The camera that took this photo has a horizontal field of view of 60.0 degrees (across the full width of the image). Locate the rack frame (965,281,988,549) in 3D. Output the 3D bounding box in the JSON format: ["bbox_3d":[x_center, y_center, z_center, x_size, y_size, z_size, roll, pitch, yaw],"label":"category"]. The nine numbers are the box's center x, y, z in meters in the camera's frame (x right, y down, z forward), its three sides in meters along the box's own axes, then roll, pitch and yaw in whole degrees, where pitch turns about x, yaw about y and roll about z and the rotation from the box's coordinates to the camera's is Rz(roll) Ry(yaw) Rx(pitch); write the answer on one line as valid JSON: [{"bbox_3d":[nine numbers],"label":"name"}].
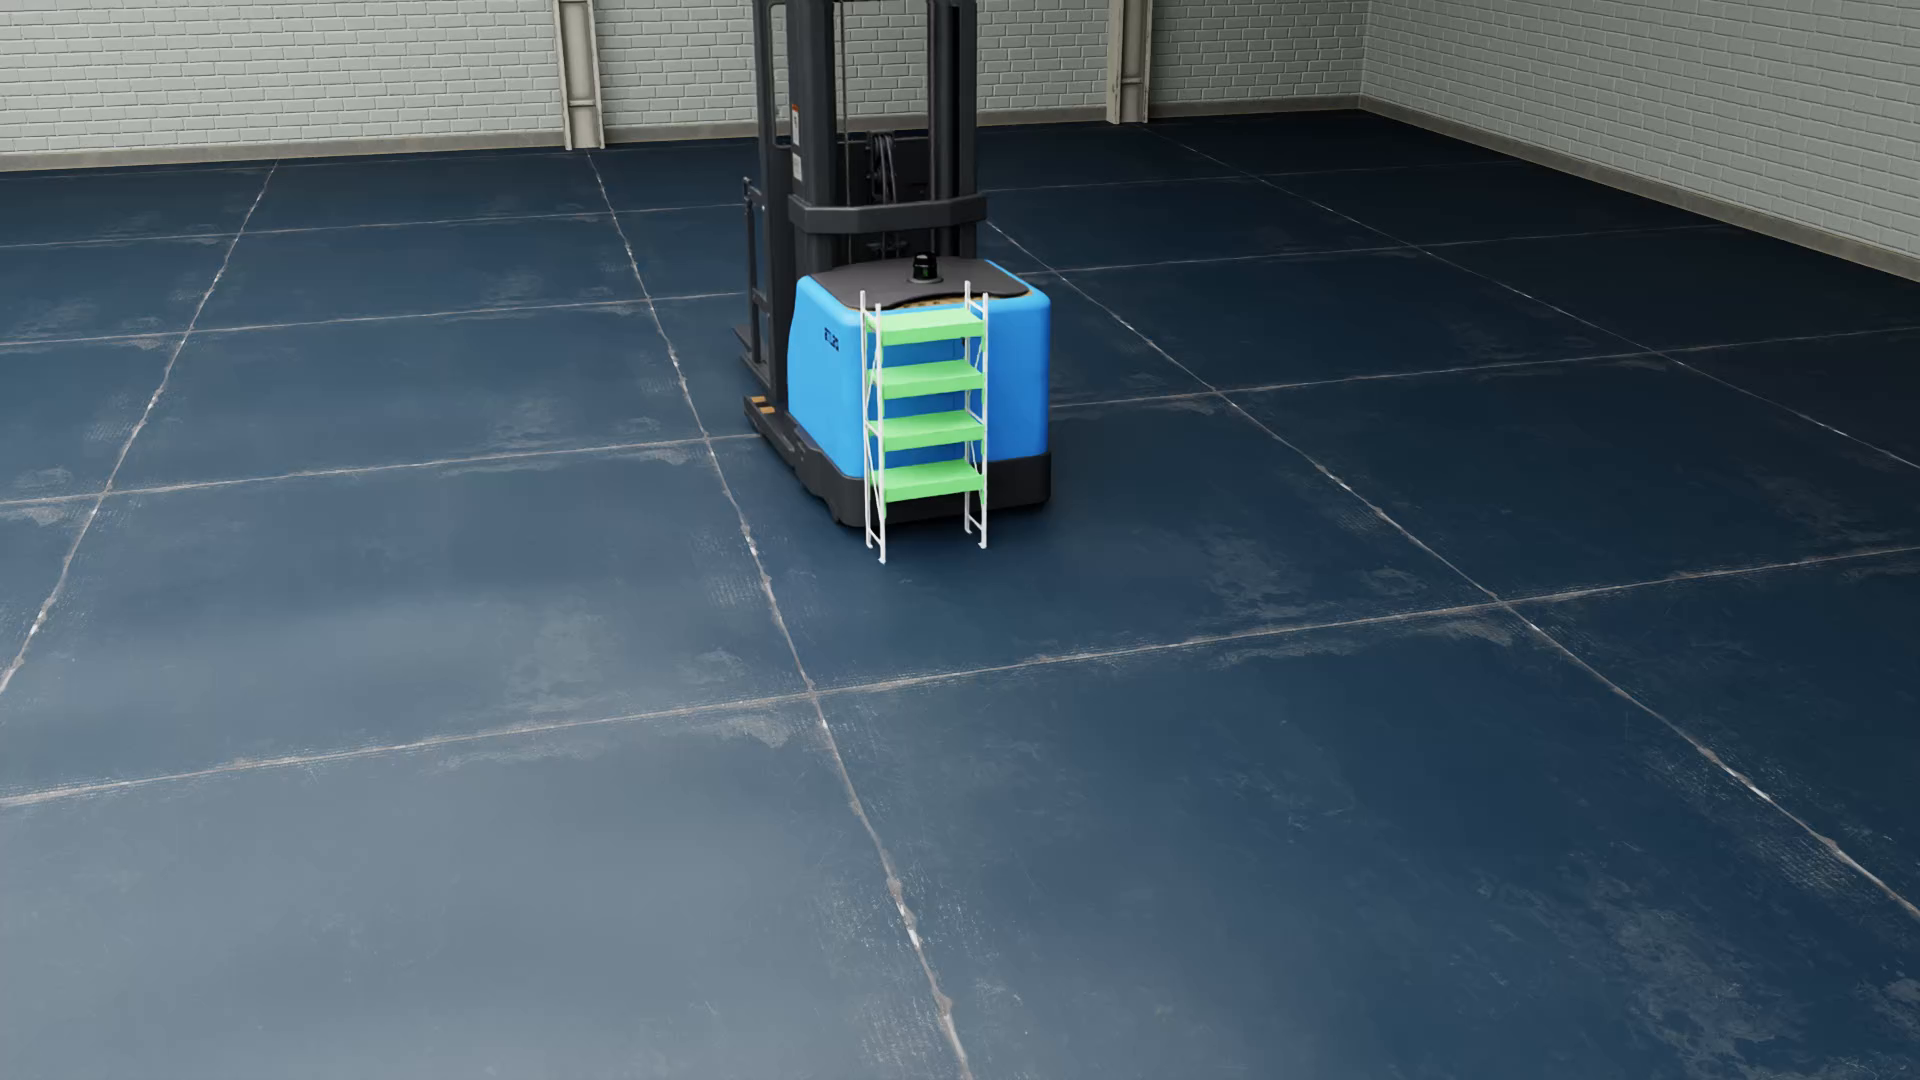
[{"bbox_3d":[0.072,-0.555,7.522,0.015,1.200,0.240,-8,25,-19],"label":"rack frame"}]

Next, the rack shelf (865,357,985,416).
[{"bbox_3d":[-0.156,-0.683,7.374,0.480,0.148,0.258,-8,25,-19],"label":"rack shelf"}]

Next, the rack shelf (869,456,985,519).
[{"bbox_3d":[-0.157,-0.242,7.564,0.480,0.148,0.258,-8,25,-19],"label":"rack shelf"}]

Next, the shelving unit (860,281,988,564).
[{"bbox_3d":[-0.157,-0.522,7.444,0.503,1.200,0.258,-8,25,-19],"label":"shelving unit"}]

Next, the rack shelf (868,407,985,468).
[{"bbox_3d":[-0.157,-0.463,7.469,0.480,0.148,0.258,-8,25,-19],"label":"rack shelf"}]

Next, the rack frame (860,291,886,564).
[{"bbox_3d":[-0.385,-0.488,7.365,0.015,1.200,0.240,-8,25,-19],"label":"rack frame"}]

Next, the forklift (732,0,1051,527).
[{"bbox_3d":[-0.555,-1.958,8.597,1.130,2.935,3.031,-8,25,-19],"label":"forklift"}]

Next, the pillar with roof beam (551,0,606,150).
[{"bbox_3d":[-2.733,-6.590,11.695,0.400,9.000,9.100,-6,24,-14],"label":"pillar with roof beam"}]

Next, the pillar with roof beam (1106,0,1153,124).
[{"bbox_3d":[3.044,-7.229,13.185,0.400,9.000,9.100,-6,24,-14],"label":"pillar with roof beam"}]

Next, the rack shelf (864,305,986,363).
[{"bbox_3d":[-0.156,-0.904,7.279,0.480,0.148,0.258,-8,25,-19],"label":"rack shelf"}]
